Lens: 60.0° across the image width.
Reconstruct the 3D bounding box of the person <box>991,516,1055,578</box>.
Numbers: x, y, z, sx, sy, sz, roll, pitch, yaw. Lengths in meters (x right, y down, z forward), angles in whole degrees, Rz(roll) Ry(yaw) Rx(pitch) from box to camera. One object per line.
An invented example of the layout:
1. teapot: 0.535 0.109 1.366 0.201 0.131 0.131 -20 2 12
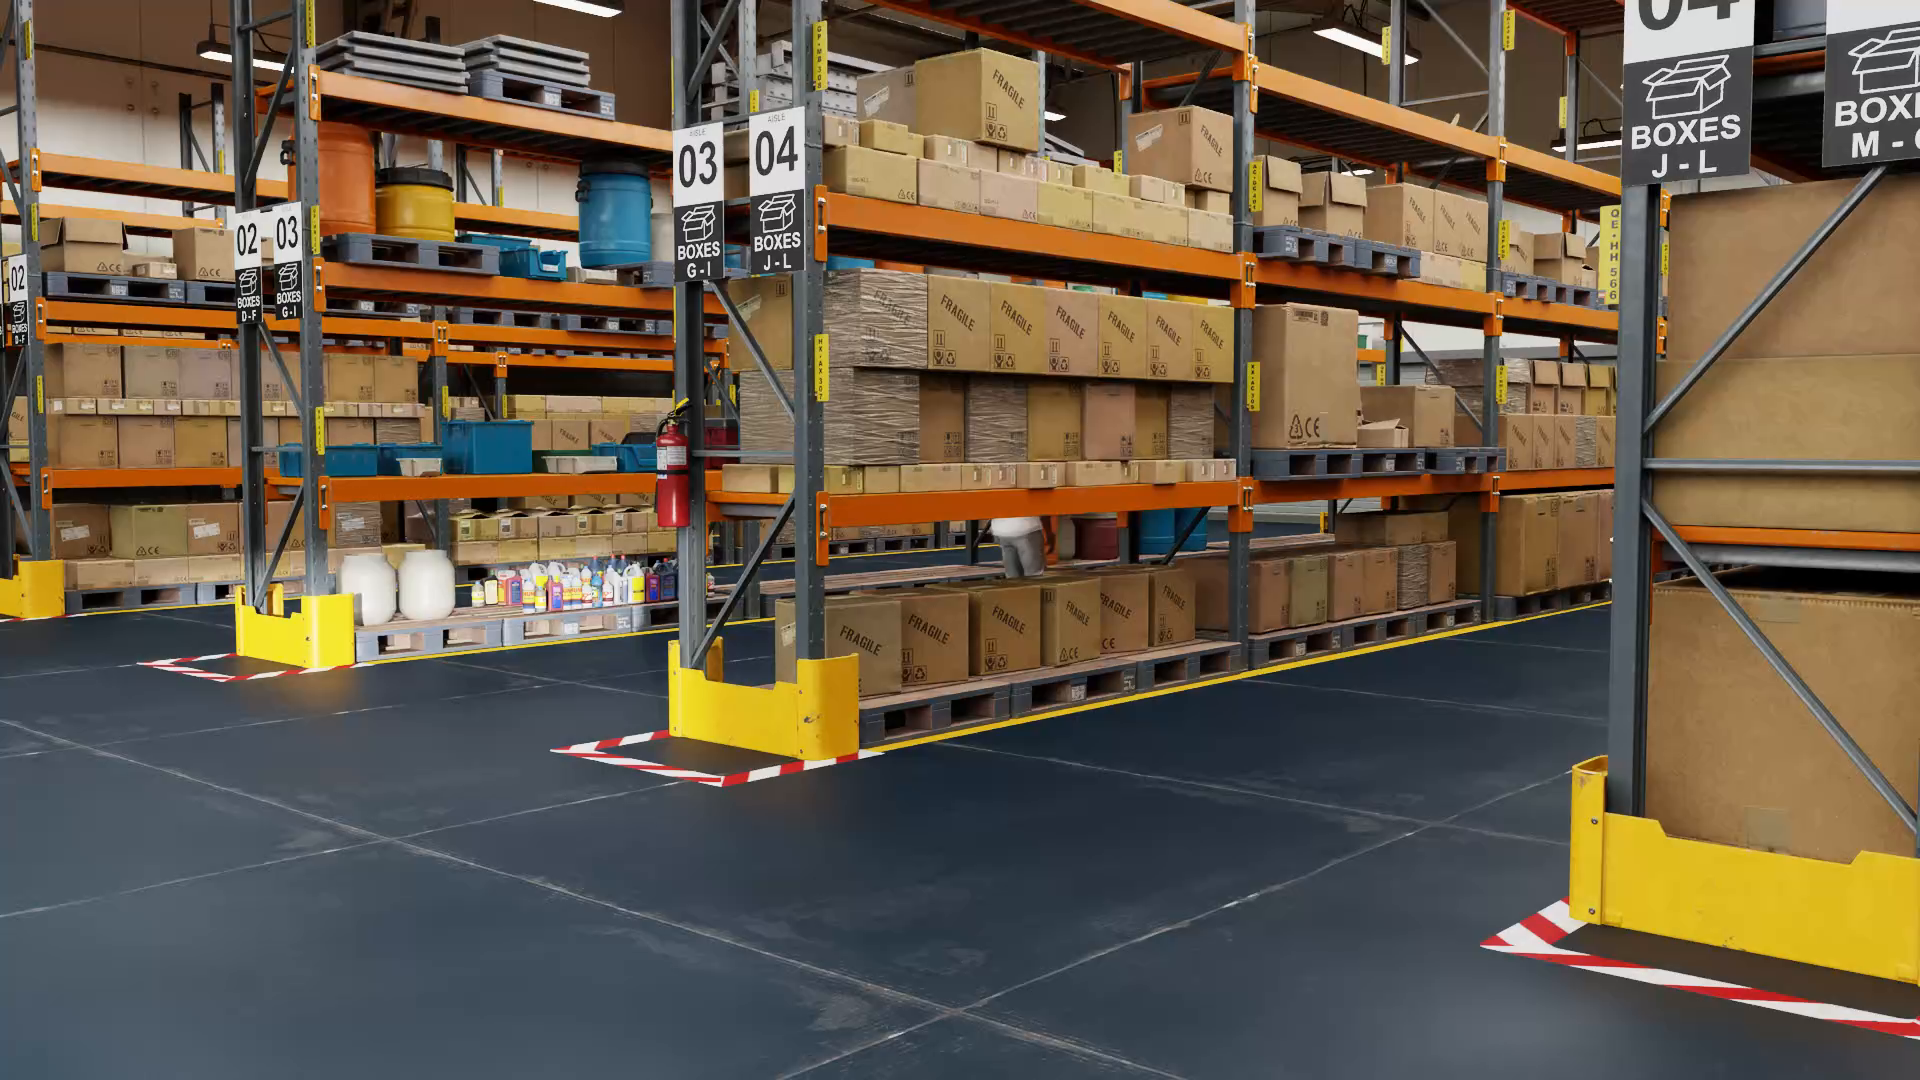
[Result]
1. person: 0.484 -0.064 12.639 0.458 1.760 0.616 -3 4 -37
